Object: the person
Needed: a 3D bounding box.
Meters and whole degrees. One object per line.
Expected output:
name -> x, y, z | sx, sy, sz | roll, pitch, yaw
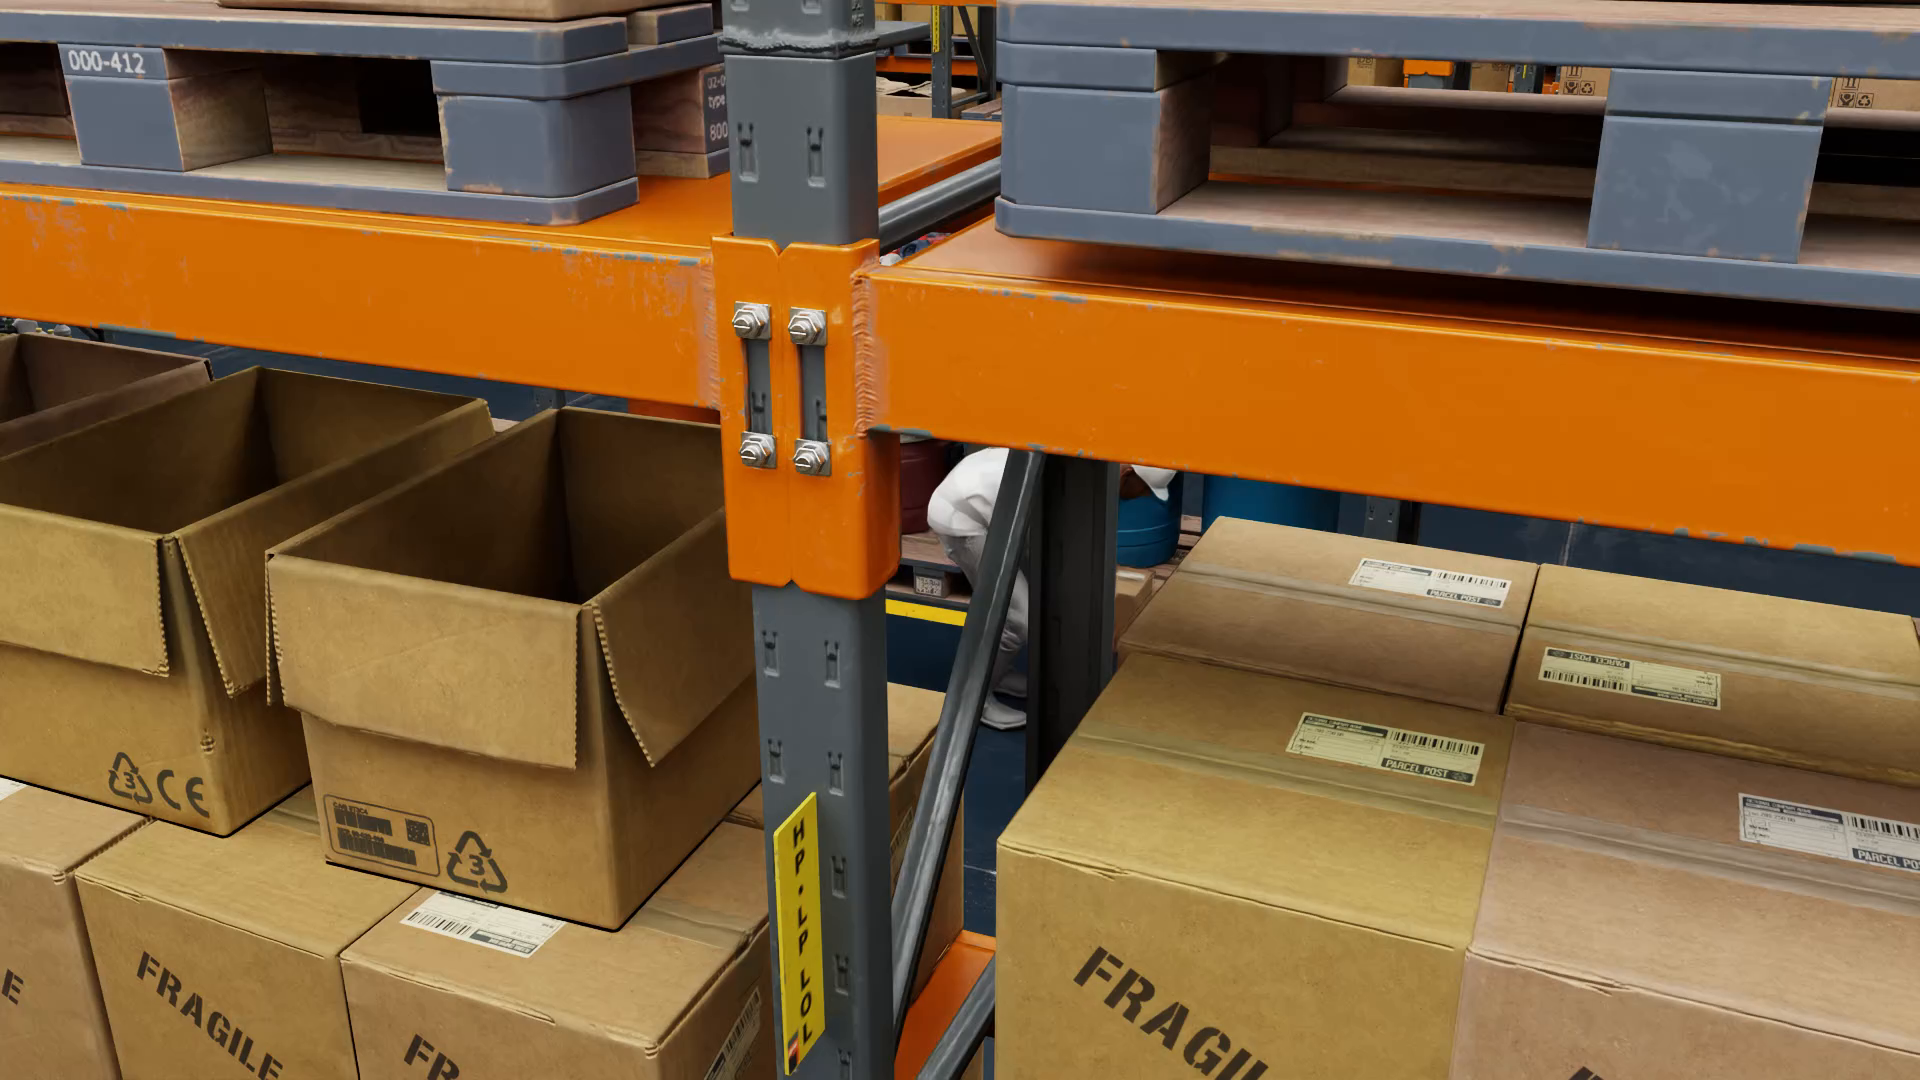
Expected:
person -> 0.354, 0.120, 6.469 | 0.946, 1.231, 0.498 | 7, 23, 16
